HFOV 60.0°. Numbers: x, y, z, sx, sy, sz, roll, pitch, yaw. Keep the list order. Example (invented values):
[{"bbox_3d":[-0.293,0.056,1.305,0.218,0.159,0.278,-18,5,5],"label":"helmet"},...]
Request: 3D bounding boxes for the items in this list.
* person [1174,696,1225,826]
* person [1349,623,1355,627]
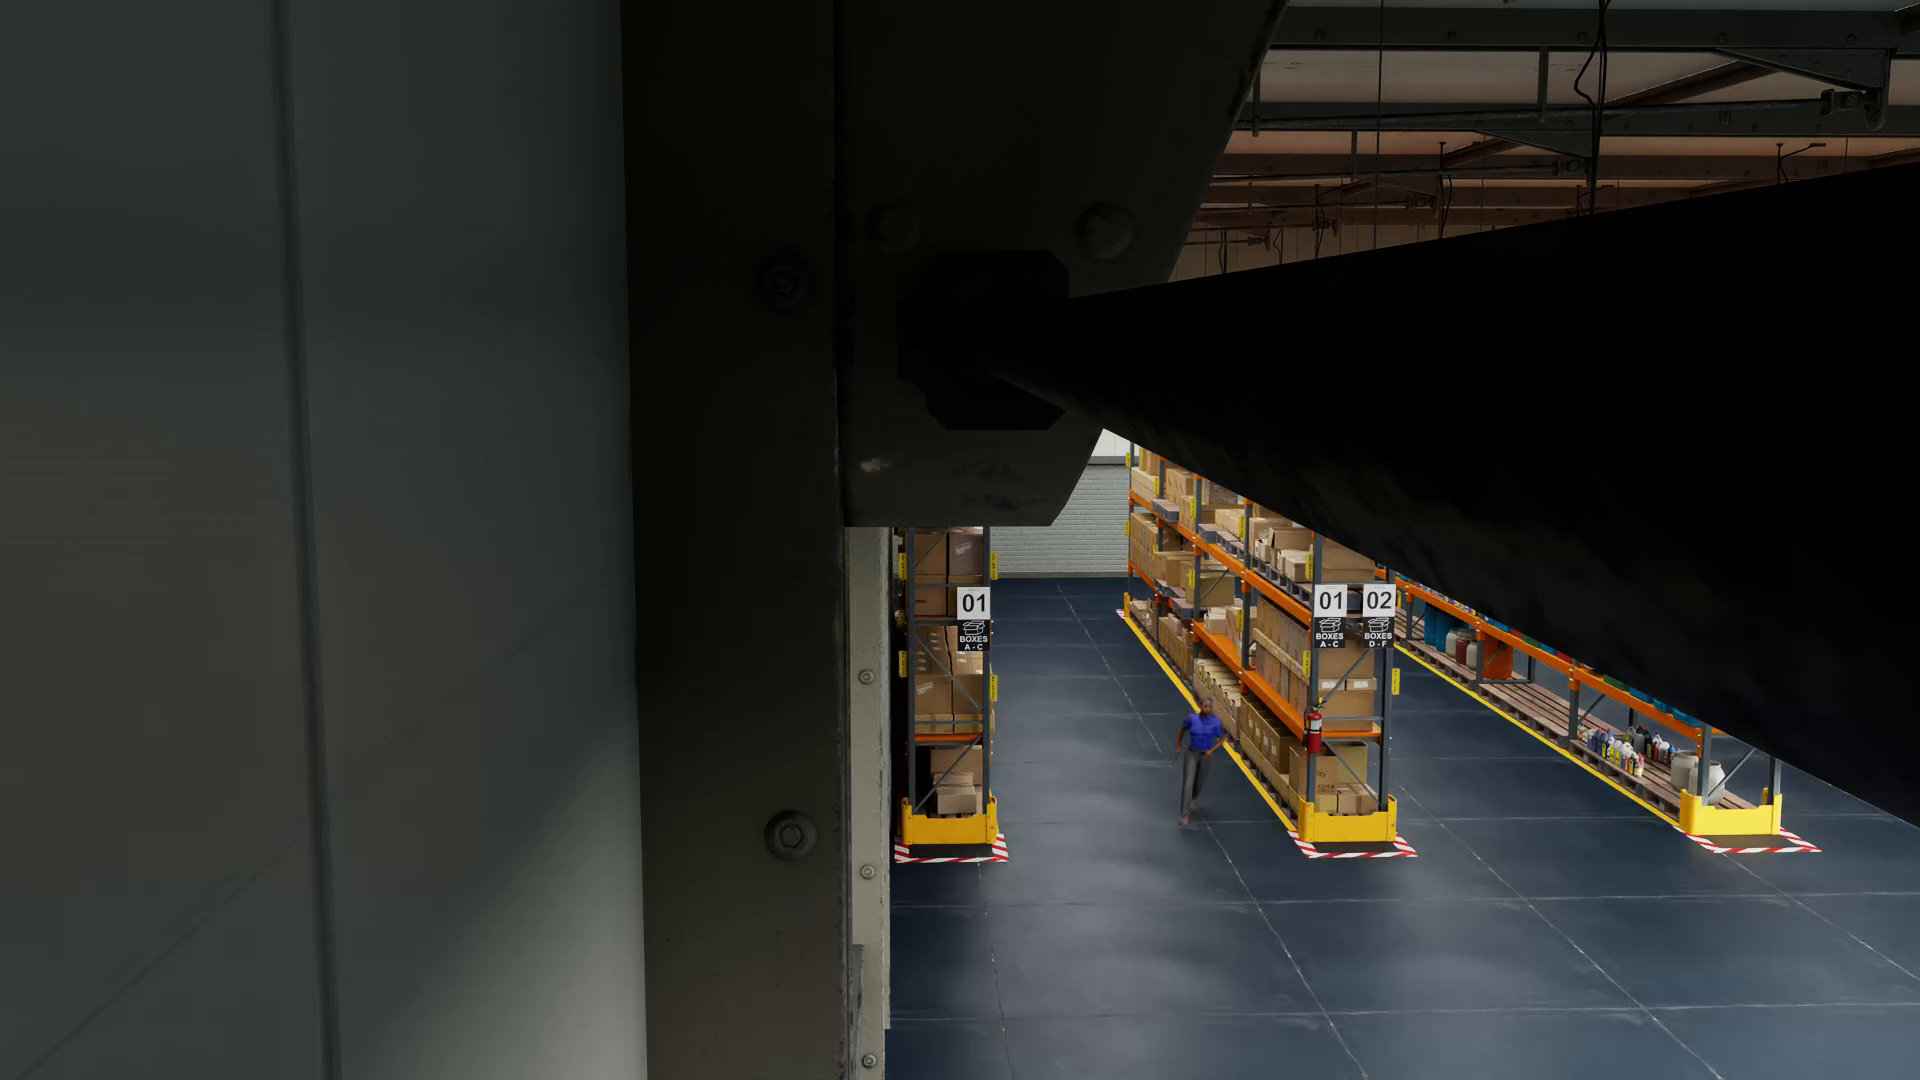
[{"bbox_3d":[3.064,2.781,21.306,0.637,1.594,0.985,1,7,6],"label":"person"},{"bbox_3d":[7.973,1.229,33.691,0.659,1.608,1.127,2,8,17],"label":"person"}]
